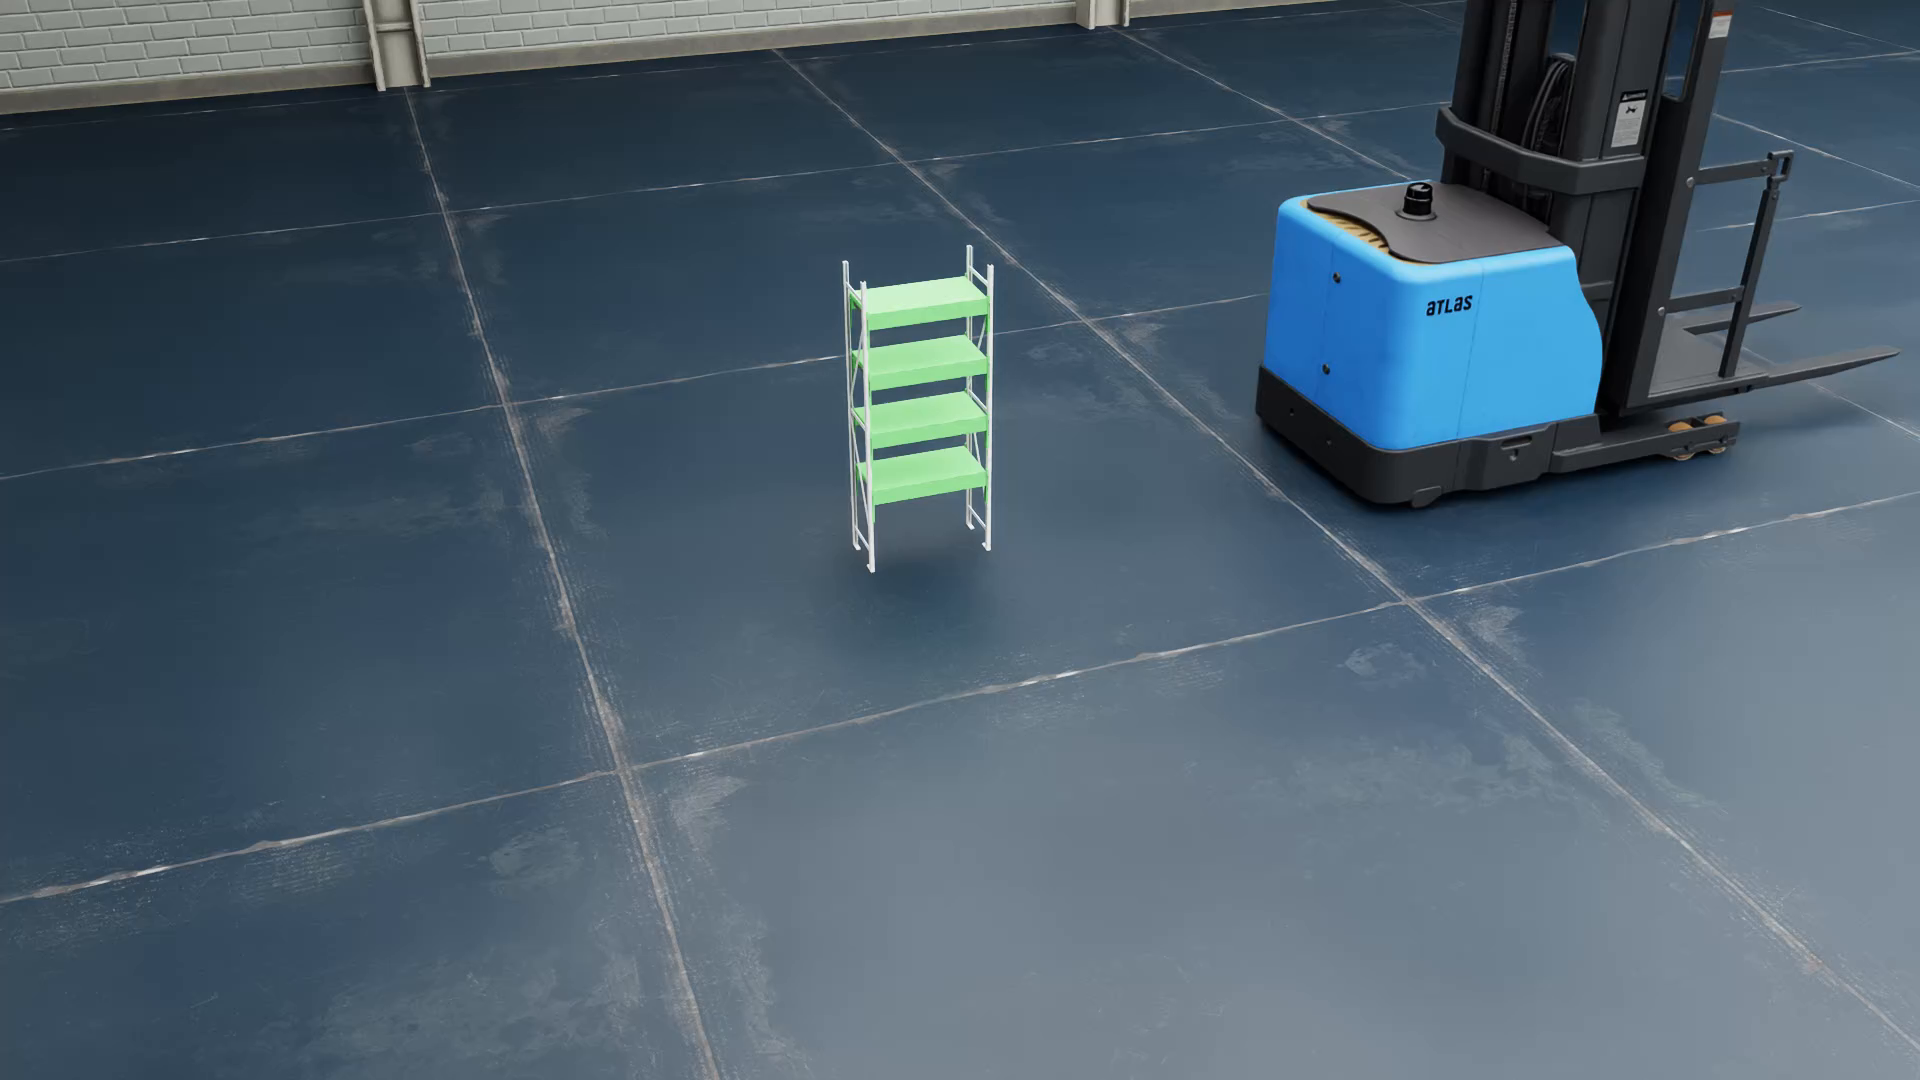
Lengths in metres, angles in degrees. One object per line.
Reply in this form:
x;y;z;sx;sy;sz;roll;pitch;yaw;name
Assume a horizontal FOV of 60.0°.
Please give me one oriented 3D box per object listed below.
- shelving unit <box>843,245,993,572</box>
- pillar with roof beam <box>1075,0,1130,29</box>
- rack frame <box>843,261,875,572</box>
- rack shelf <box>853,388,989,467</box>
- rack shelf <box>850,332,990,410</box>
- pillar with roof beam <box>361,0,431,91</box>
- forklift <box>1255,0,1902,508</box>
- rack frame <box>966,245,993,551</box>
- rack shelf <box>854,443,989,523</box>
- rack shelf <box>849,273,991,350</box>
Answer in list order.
-0.155;-0.493;6.403;0.503;1.200;0.258;-10;31;-18;shelving unit
2.767;-6.517;9.098;0.400;9.000;9.100;-10;31;-18;pillar with roof beam
-0.384;-0.451;6.329;0.015;1.200;0.240;-10;31;-18;rack frame
-0.155;-0.437;6.434;0.480;0.148;0.258;-10;31;-18;rack shelf
-0.155;-0.646;6.316;0.480;0.148;0.258;-10;31;-18;rack shelf
-2.857;-5.481;7.280;0.400;9.000;9.100;-10;31;-18;pillar with roof beam
2.927;-1.857;7.048;3.031;2.935;1.130;-11;31;-18;forklift
0.074;-0.535;6.477;0.015;1.200;0.240;-10;31;-18;rack frame
-0.155;-0.229;6.553;0.480;0.148;0.258;-10;31;-18;rack shelf
-0.155;-0.854;6.197;0.480;0.148;0.258;-10;31;-18;rack shelf
